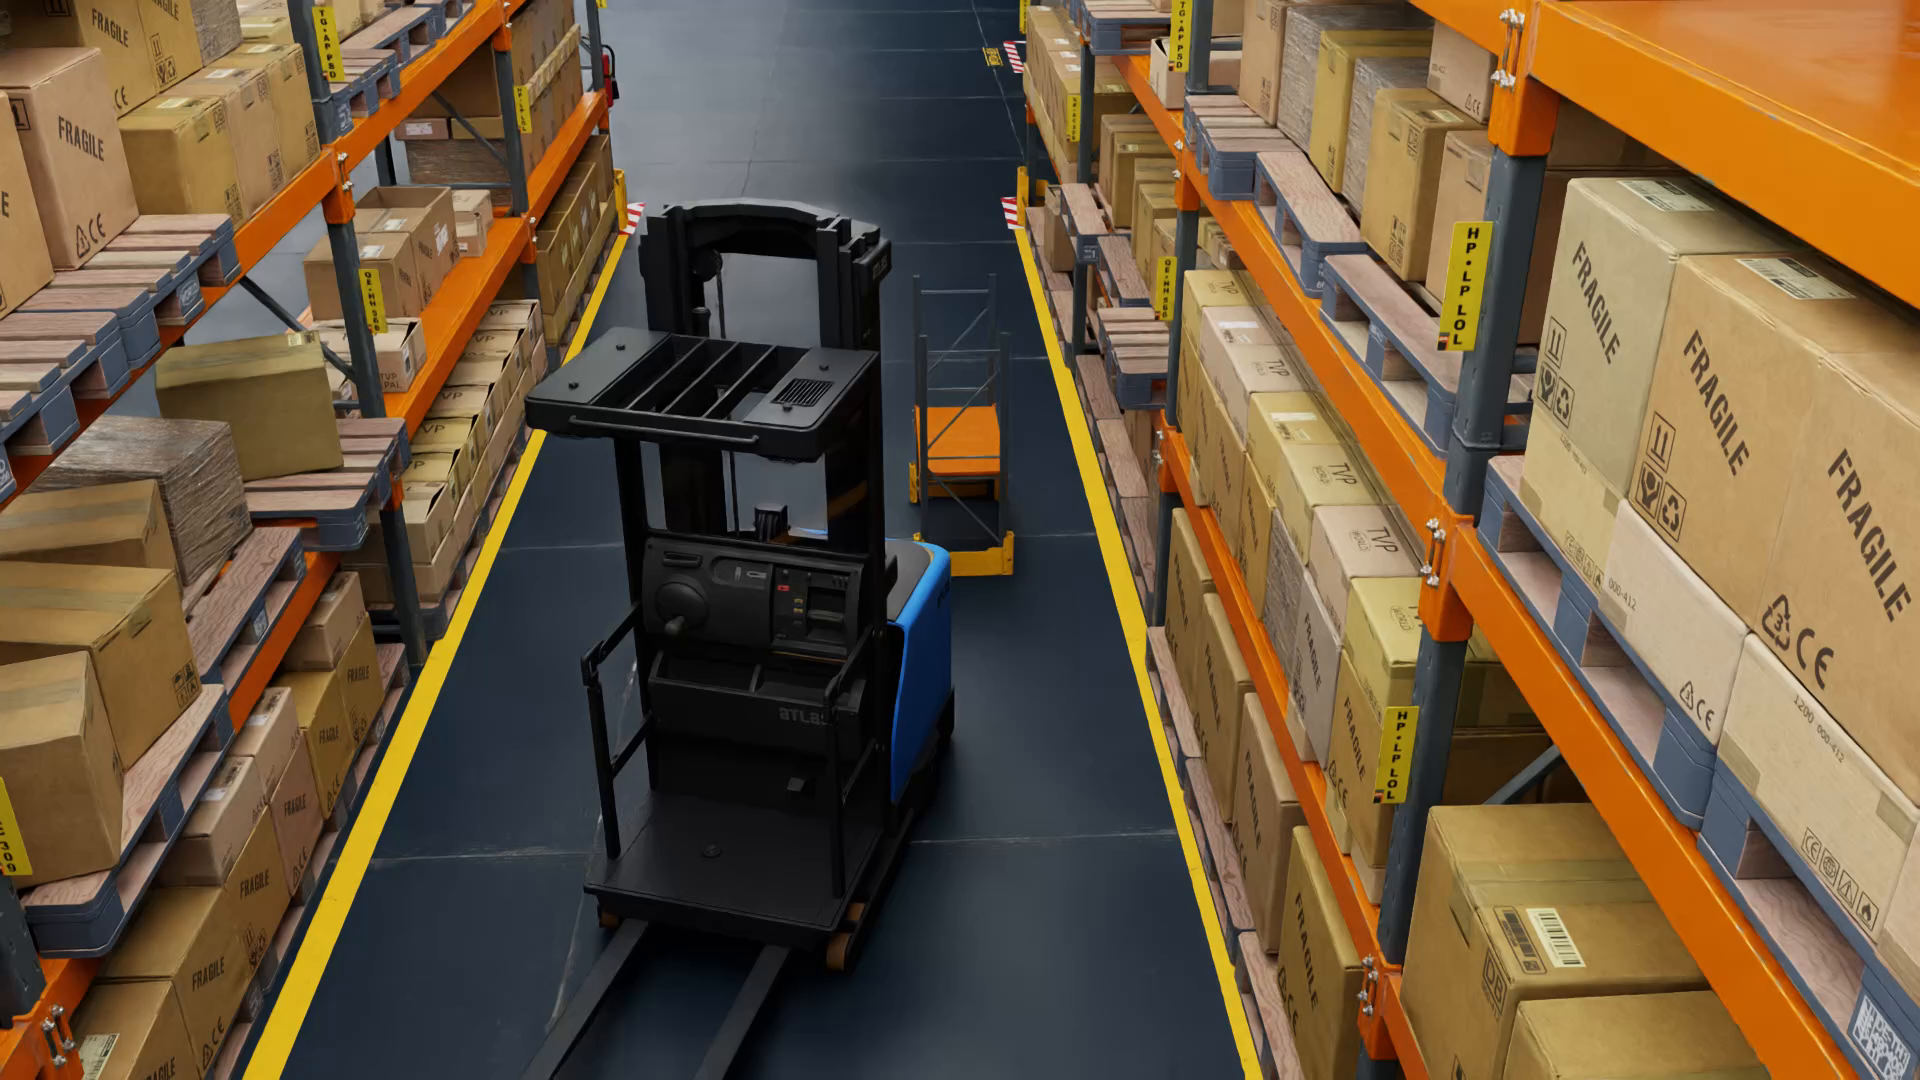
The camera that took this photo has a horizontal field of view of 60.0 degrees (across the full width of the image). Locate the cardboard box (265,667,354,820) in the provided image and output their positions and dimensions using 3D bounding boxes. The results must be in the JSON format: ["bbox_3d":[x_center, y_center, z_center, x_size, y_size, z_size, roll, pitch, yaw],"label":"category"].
[{"bbox_3d":[-3.075,0.920,7.470,0.500,0.500,0.500,-2,28,-5],"label":"cardboard box"}]

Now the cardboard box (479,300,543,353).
[{"bbox_3d":[-3.287,-1.542,11.875,0.500,0.311,0.500,-1,28,-3],"label":"cardboard box"}]

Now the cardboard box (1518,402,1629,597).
[{"bbox_3d":[1.543,-0.101,3.557,0.500,0.250,0.500,-1,28,-3],"label":"cardboard box"}]

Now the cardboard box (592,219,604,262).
[{"bbox_3d":[-3.414,-2.618,14.546,0.500,0.250,0.500,-1,28,-3],"label":"cardboard box"}]

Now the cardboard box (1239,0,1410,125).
[{"bbox_3d":[1.644,-2.131,7.265,0.700,0.500,0.500,-3,28,-7],"label":"cardboard box"}]

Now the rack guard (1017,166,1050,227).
[{"bbox_3d":[1.148,-3.331,16.096,1.175,0.500,0.348,-1,28,-3],"label":"rack guard"}]

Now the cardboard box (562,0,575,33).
[{"bbox_3d":[-3.789,-4.732,14.569,0.700,0.500,0.500,-1,28,-2],"label":"cardboard box"}]

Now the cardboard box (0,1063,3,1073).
[{"bbox_3d":[-2.894,1.369,4.274,0.500,0.500,0.500,-1,28,-2],"label":"cardboard box"}]

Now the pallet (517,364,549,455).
[{"bbox_3d":[-3.517,-0.930,11.805,1.003,0.211,1.213,-1,28,-3],"label":"pallet"}]

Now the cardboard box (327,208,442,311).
[{"bbox_3d":[-3.517,-1.721,10.197,0.500,0.500,0.500,-1,28,-3],"label":"cardboard box"}]

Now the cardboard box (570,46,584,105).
[{"bbox_3d":[-3.792,-4.182,14.916,0.700,0.500,0.500,-1,28,-3],"label":"cardboard box"}]

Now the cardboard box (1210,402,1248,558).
[{"bbox_3d":[1.374,-0.263,7.060,0.500,0.500,0.500,-2,28,-3],"label":"cardboard box"}]

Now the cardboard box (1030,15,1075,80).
[{"bbox_3d":[0.884,-4.293,14.567,0.500,0.500,0.500,-1,28,-2],"label":"cardboard box"}]

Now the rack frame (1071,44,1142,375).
[{"bbox_3d":[1.352,-2.627,12.044,1.000,3.000,0.127,-1,28,-3],"label":"rack frame"}]

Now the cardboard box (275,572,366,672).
[{"bbox_3d":[-3.095,0.374,7.705,0.500,0.250,0.500,0,28,-1],"label":"cardboard box"}]

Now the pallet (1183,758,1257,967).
[{"bbox_3d":[1.588,1.384,7.368,1.003,0.211,1.213,-1,28,-3],"label":"pallet"}]

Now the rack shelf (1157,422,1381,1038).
[{"bbox_3d":[1.666,0.463,6.897,1.077,0.370,4.000,-1,28,-3],"label":"rack shelf"}]

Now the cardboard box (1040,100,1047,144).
[{"bbox_3d":[0.938,-3.476,13.811,0.500,0.250,0.500,-1,28,-2],"label":"cardboard box"}]

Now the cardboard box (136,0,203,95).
[{"bbox_3d":[-3.342,-2.039,6.483,0.500,0.500,0.500,-1,28,-3],"label":"cardboard box"}]

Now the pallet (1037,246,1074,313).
[{"bbox_3d":[1.215,-2.265,14.364,1.003,0.211,1.213,-1,28,-3],"label":"pallet"}]

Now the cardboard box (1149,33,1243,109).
[{"bbox_3d":[1.254,-2.405,8.449,0.500,0.311,0.500,-1,28,-3],"label":"cardboard box"}]

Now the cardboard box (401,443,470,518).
[{"bbox_3d":[-3.155,-0.366,9.620,0.500,0.311,0.500,-2,28,-4],"label":"cardboard box"}]

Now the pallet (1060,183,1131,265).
[{"bbox_3d":[1.247,-2.186,11.405,1.003,0.211,1.213,-1,28,-3],"label":"pallet"}]

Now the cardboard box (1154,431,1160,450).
[{"bbox_3d":[1.561,-0.439,10.075,0.700,0.500,0.500,-1,28,-3],"label":"cardboard box"}]

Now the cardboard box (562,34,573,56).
[{"bbox_3d":[-3.564,-4.274,14.392,0.380,0.149,0.250,-2,28,-3],"label":"cardboard box"}]

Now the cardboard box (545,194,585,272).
[{"bbox_3d":[-3.358,-2.489,13.487,0.500,0.500,0.500,-1,28,-3],"label":"cardboard box"}]

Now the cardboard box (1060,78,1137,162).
[{"bbox_3d":[1.019,-3.113,12.305,0.500,0.500,0.500,-1,28,-3],"label":"cardboard box"}]

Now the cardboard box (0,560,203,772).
[{"bbox_3d":[-3.077,0.418,5.643,0.700,0.500,0.500,3,28,5],"label":"cardboard box"}]

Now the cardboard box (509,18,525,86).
[{"bbox_3d":[-3.651,-3.564,12.328,0.700,0.500,0.500,-1,28,-3],"label":"cardboard box"}]

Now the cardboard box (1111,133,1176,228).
[{"bbox_3d":[1.367,-2.373,10.972,0.700,0.500,0.500,1,28,3],"label":"cardboard box"}]

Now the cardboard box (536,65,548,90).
[{"bbox_3d":[-3.499,-3.682,13.256,0.380,0.149,0.250,-2,28,-3],"label":"cardboard box"}]

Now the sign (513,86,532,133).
[{"bbox_3d":[-3.053,-3.002,11.595,0.100,0.325,0.005,-1,28,-3],"label":"sign"}]

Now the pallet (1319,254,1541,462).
[{"bbox_3d":[1.673,-0.600,5.120,0.805,0.209,1.217,-2,28,-5],"label":"pallet"}]

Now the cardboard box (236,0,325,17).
[{"bbox_3d":[-3.511,-2.558,8.376,0.500,0.250,0.500,-1,28,-1],"label":"cardboard box"}]

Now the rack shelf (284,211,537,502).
[{"bbox_3d":[-3.490,-1.263,10.207,1.077,0.370,4.000,-1,28,-3],"label":"rack shelf"}]

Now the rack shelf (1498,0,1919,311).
[{"bbox_3d":[1.875,-0.173,2.061,1.077,0.370,4.000,-1,28,-3],"label":"rack shelf"}]

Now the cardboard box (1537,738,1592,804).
[{"bbox_3d":[1.998,0.664,5.283,0.500,0.500,0.500,-2,28,-4],"label":"cardboard box"}]

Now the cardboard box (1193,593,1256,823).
[{"bbox_3d":[1.508,0.734,7.469,0.750,0.750,0.750,-2,28,-3],"label":"cardboard box"}]

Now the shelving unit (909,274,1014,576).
[{"bbox_3d":[-0.004,-0.700,9.971,0.587,1.500,1.083,-1,28,-3],"label":"shelving unit"}]

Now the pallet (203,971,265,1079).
[{"bbox_3d":[-3.257,2.050,6.091,1.003,0.211,1.213,-1,28,-3],"label":"pallet"}]

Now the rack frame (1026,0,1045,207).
[{"bbox_3d":[1.144,-4.475,15.586,1.000,3.000,0.127,-1,28,-3],"label":"rack frame"}]

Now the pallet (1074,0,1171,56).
[{"bbox_3d":[1.336,-3.107,9.924,1.213,0.211,1.003,-1,28,-3],"label":"pallet"}]

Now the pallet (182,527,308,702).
[{"bbox_3d":[-3.279,0.324,6.592,1.003,0.211,1.213,-1,28,-3],"label":"pallet"}]

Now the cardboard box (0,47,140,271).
[{"bbox_3d":[-3.202,-1.267,5.521,0.600,0.600,0.600,-2,28,-5],"label":"cardboard box"}]

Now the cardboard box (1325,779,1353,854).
[{"bbox_3d":[1.433,0.904,5.522,0.380,0.149,0.250,-1,28,-2],"label":"cardboard box"}]

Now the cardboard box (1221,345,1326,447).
[{"bbox_3d":[1.386,-0.603,6.900,0.500,0.250,0.500,-1,28,-2],"label":"cardboard box"}]

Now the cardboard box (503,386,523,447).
[{"bbox_3d":[-3.231,-0.819,11.095,0.500,0.250,0.500,-1,28,-2],"label":"cardboard box"}]

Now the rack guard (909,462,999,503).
[{"bbox_3d":[-0.030,-0.376,10.701,0.587,0.250,0.087,-1,28,-3],"label":"rack guard"}]

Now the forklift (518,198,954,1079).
[{"bbox_3d":[-0.899,0.278,6.548,1.130,2.935,3.031,7,28,13],"label":"forklift"}]

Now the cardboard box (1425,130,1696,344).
[{"bbox_3d":[1.834,-0.911,4.926,0.700,0.500,0.500,-3,28,-5],"label":"cardboard box"}]

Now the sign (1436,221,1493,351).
[{"bbox_3d":[1.229,-0.614,4.040,0.100,0.325,0.005,-1,28,-3],"label":"sign"}]

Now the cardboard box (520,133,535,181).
[{"bbox_3d":[-3.658,-2.998,12.647,0.700,0.500,0.500,-2,28,-3],"label":"cardboard box"}]

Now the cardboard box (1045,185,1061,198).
[{"bbox_3d":[1.090,-3.156,15.489,0.500,0.311,0.500,-4,28,-8],"label":"cardboard box"}]
